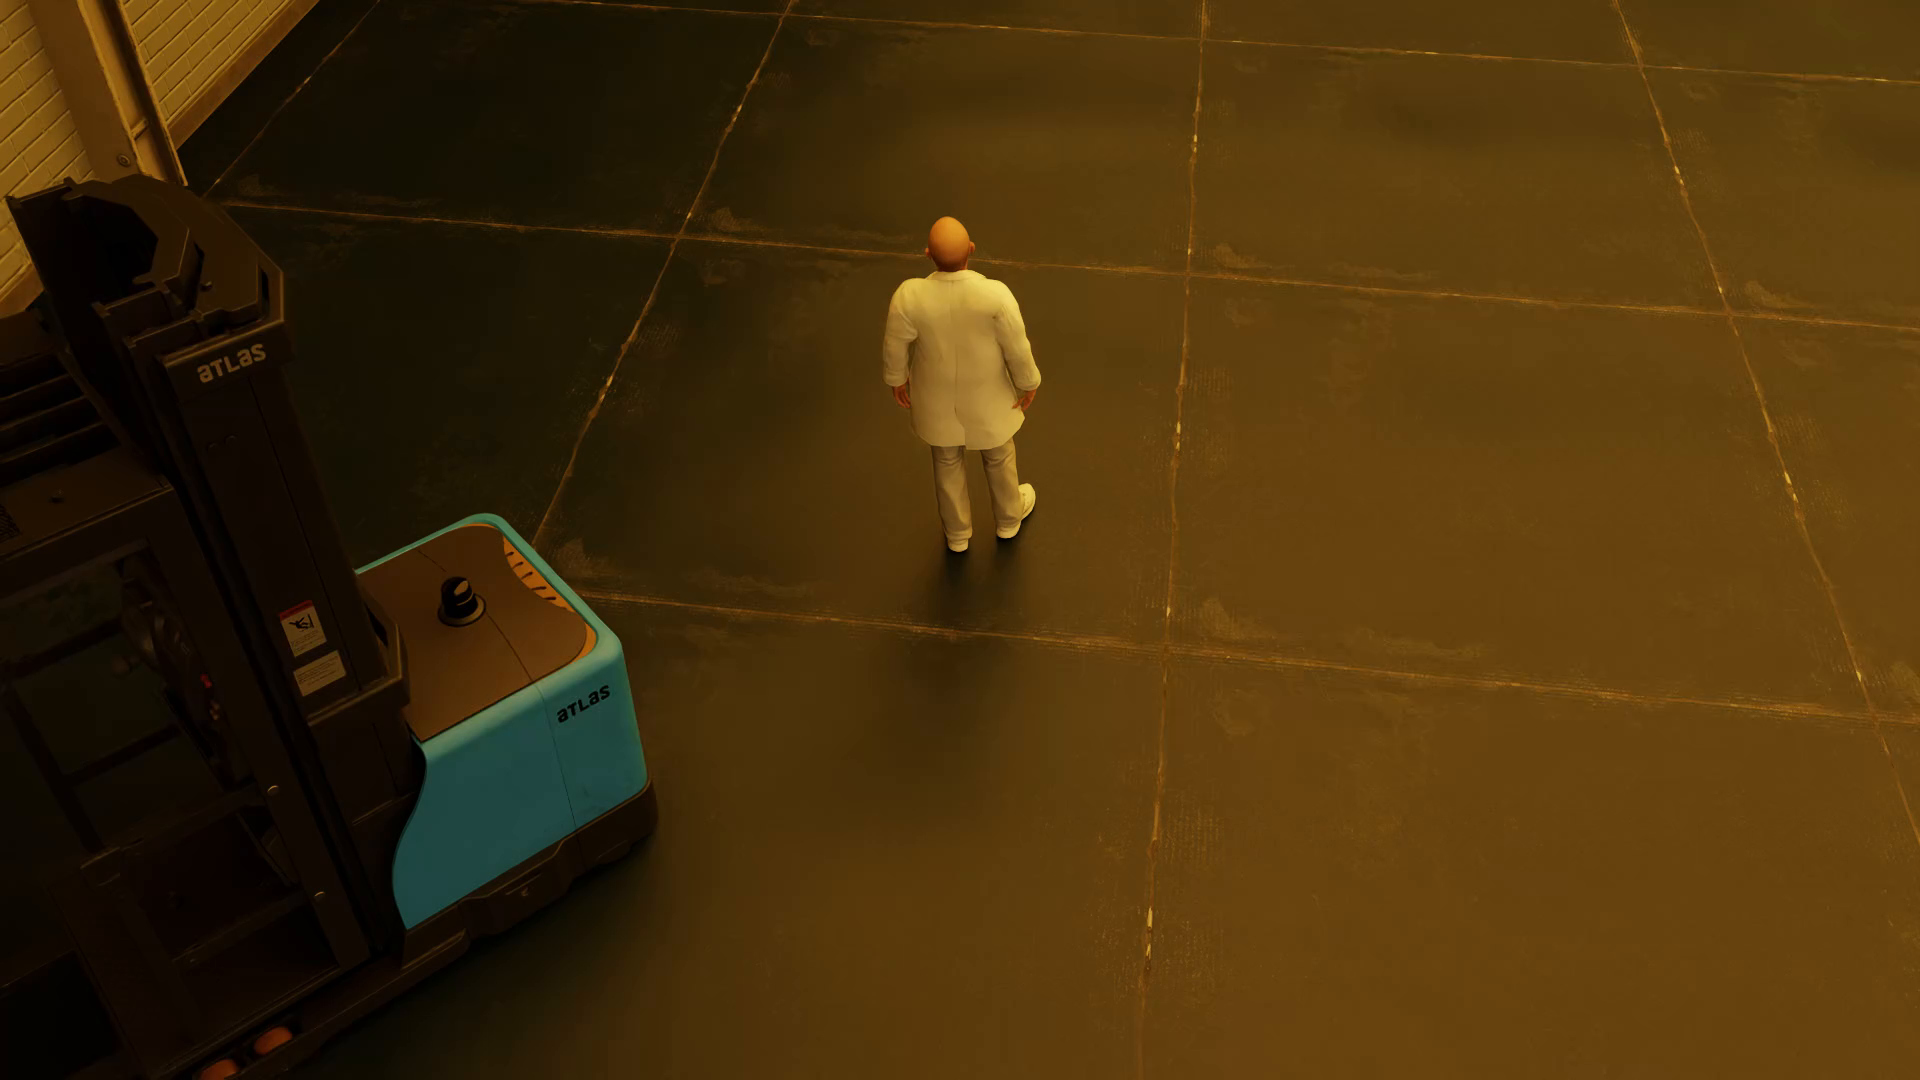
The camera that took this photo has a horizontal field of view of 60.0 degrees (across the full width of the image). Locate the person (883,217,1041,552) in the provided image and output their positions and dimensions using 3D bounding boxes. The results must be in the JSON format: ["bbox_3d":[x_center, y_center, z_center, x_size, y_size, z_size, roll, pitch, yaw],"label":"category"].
[{"bbox_3d":[0.016,-0.721,7.351,0.696,1.777,0.578,5,43,6],"label":"person"}]

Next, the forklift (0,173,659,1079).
[{"bbox_3d":[-2.645,0.474,5.209,3.031,2.935,1.130,-30,50,-28],"label":"forklift"}]
